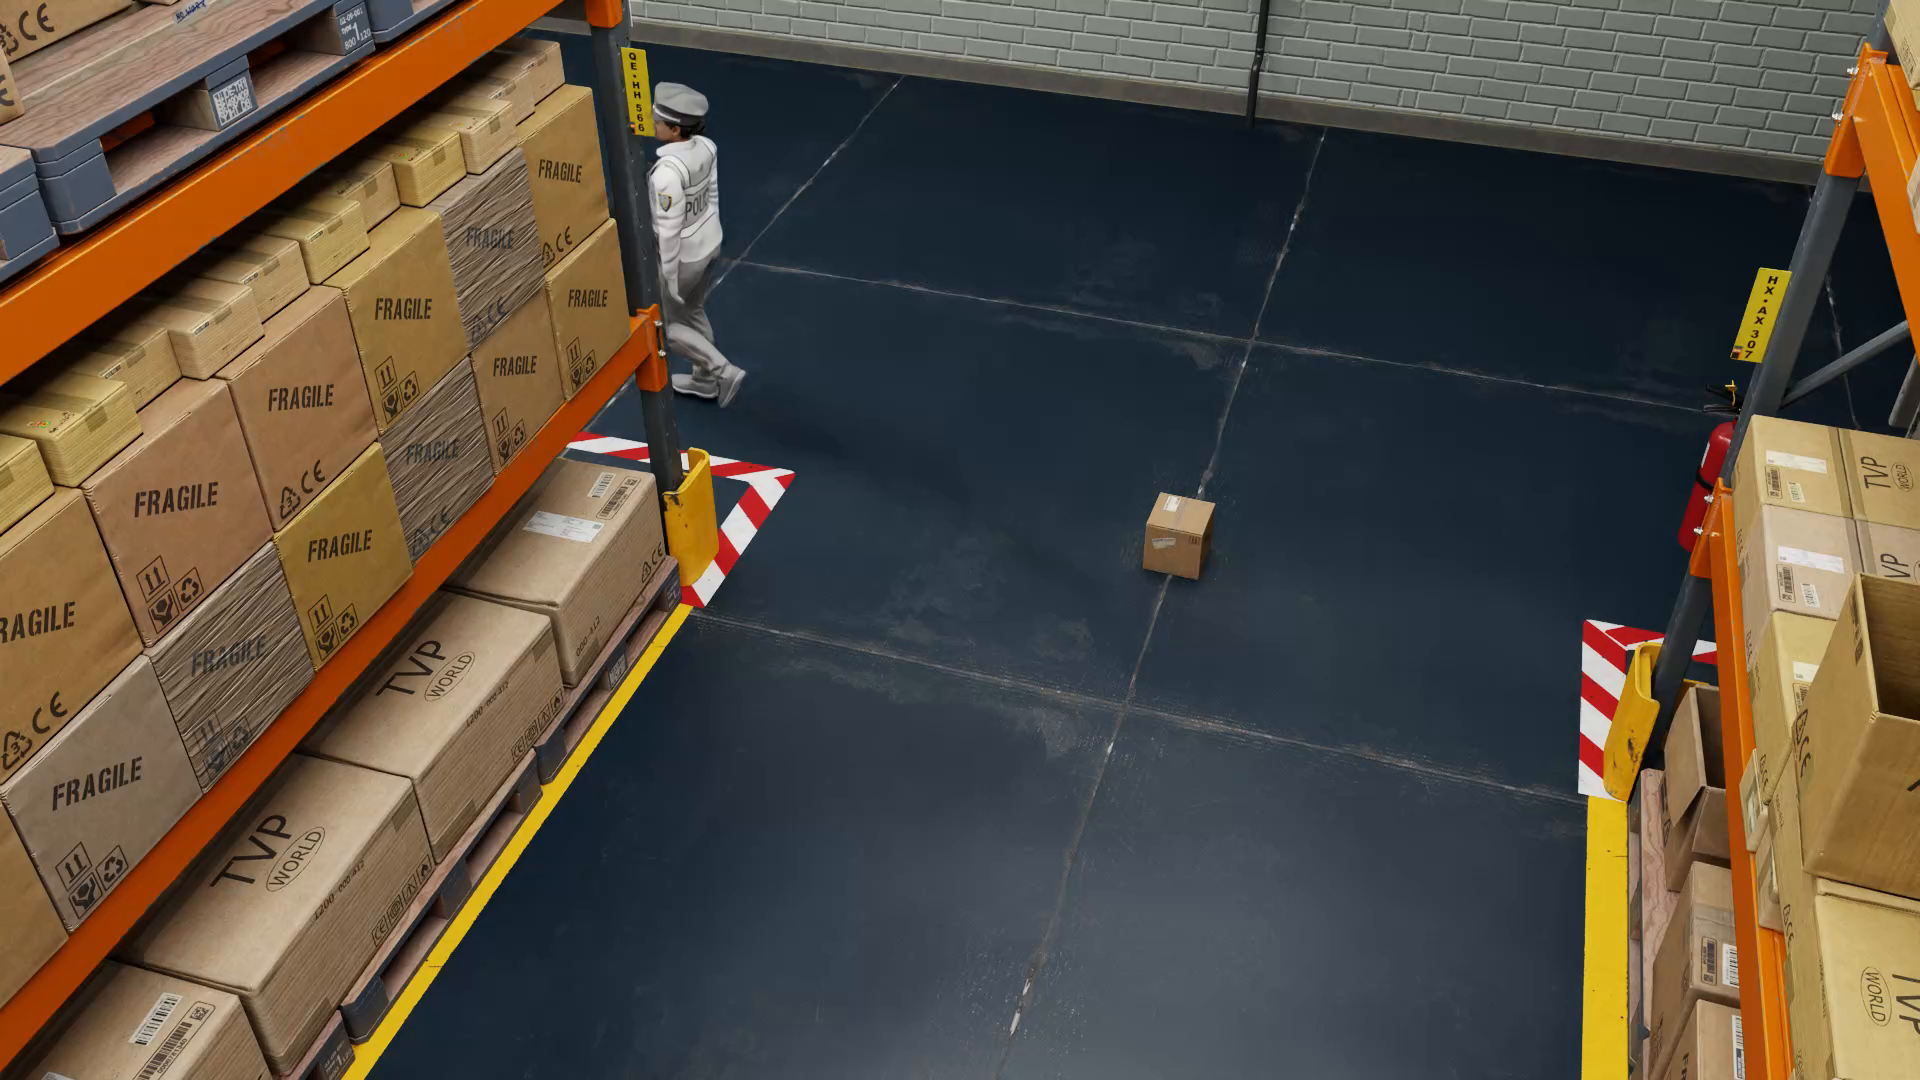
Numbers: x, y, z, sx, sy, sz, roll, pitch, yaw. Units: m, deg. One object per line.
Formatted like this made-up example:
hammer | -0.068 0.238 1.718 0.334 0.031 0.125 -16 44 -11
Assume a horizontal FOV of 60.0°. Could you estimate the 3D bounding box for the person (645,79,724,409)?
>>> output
person | -1.342 -1.377 7.900 0.451 1.676 0.514 14 39 17
